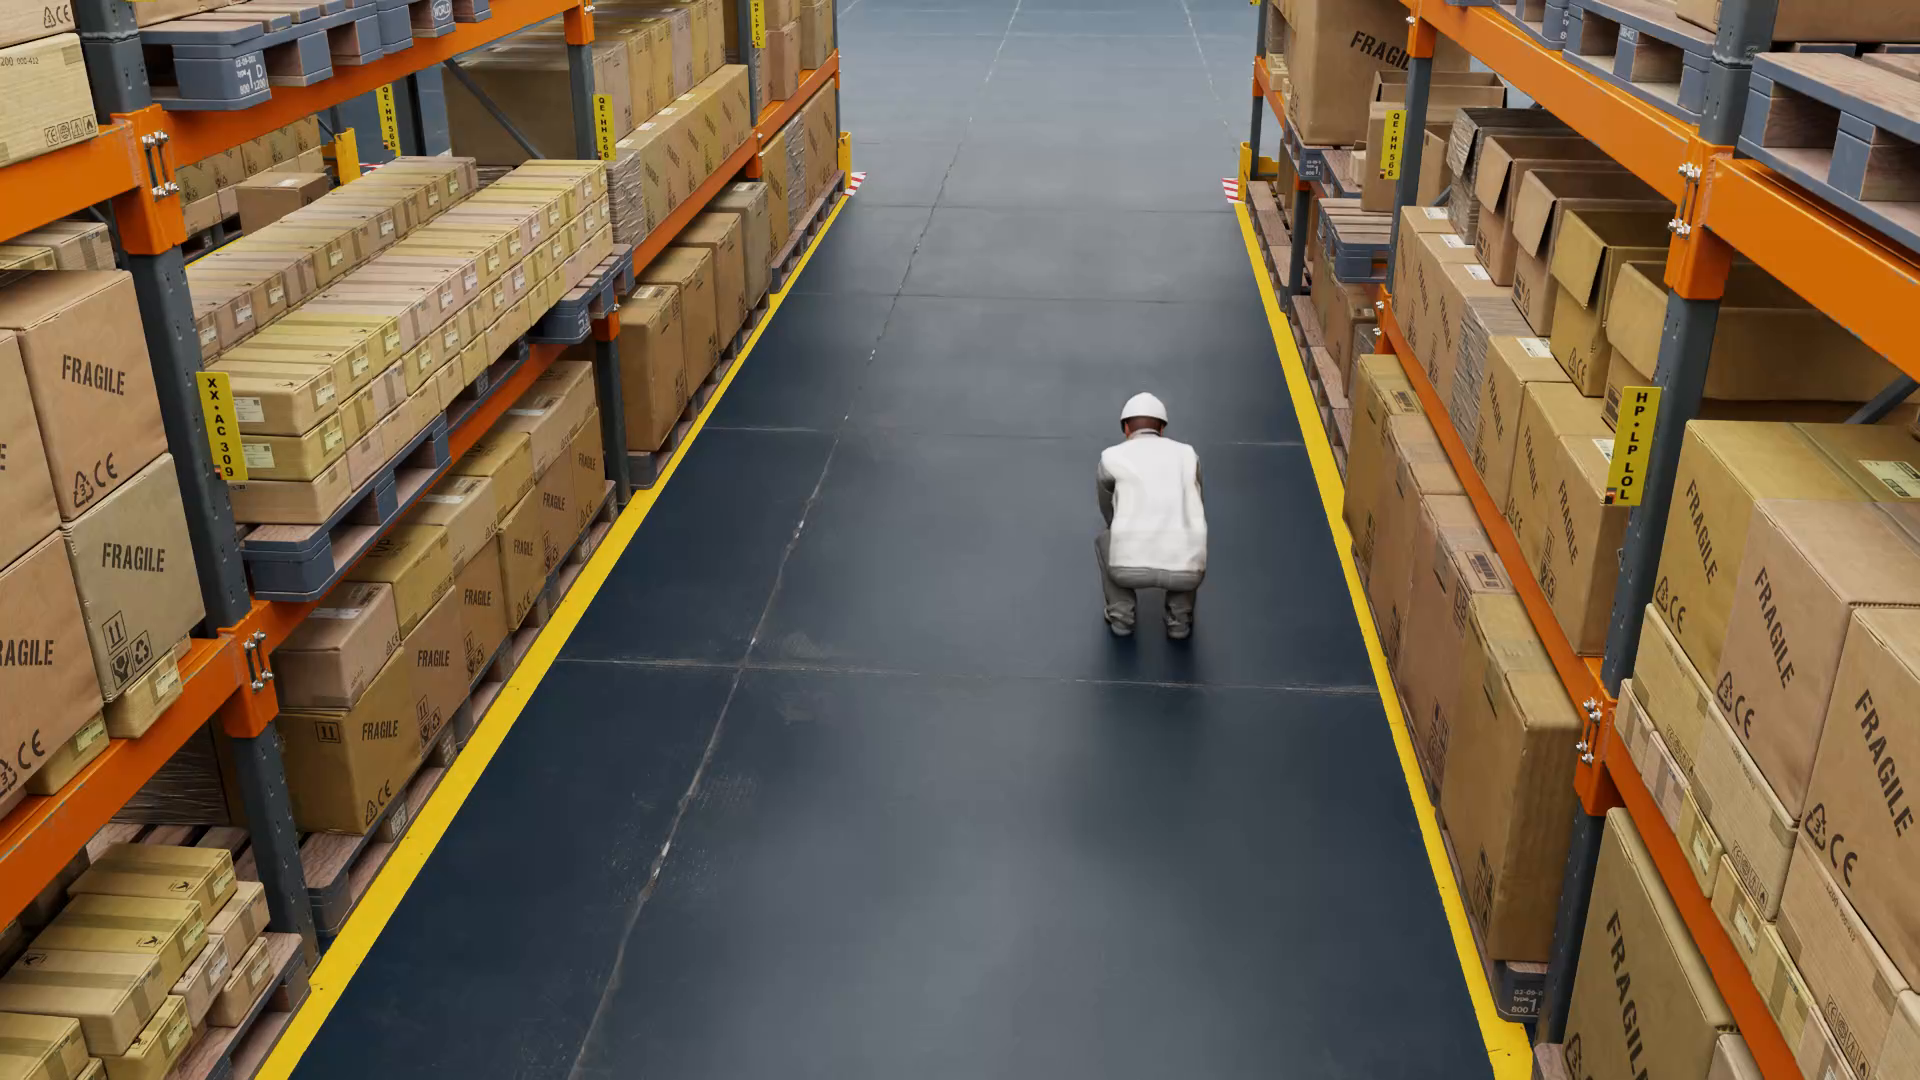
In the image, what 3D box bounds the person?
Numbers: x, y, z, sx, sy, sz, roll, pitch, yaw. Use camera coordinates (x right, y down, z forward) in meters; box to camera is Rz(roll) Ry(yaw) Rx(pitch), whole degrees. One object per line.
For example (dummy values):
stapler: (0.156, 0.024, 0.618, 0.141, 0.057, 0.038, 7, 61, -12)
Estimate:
person: (0.896, -0.110, 7.759, 0.529, 1.008, 0.862, 2, 24, 4)
